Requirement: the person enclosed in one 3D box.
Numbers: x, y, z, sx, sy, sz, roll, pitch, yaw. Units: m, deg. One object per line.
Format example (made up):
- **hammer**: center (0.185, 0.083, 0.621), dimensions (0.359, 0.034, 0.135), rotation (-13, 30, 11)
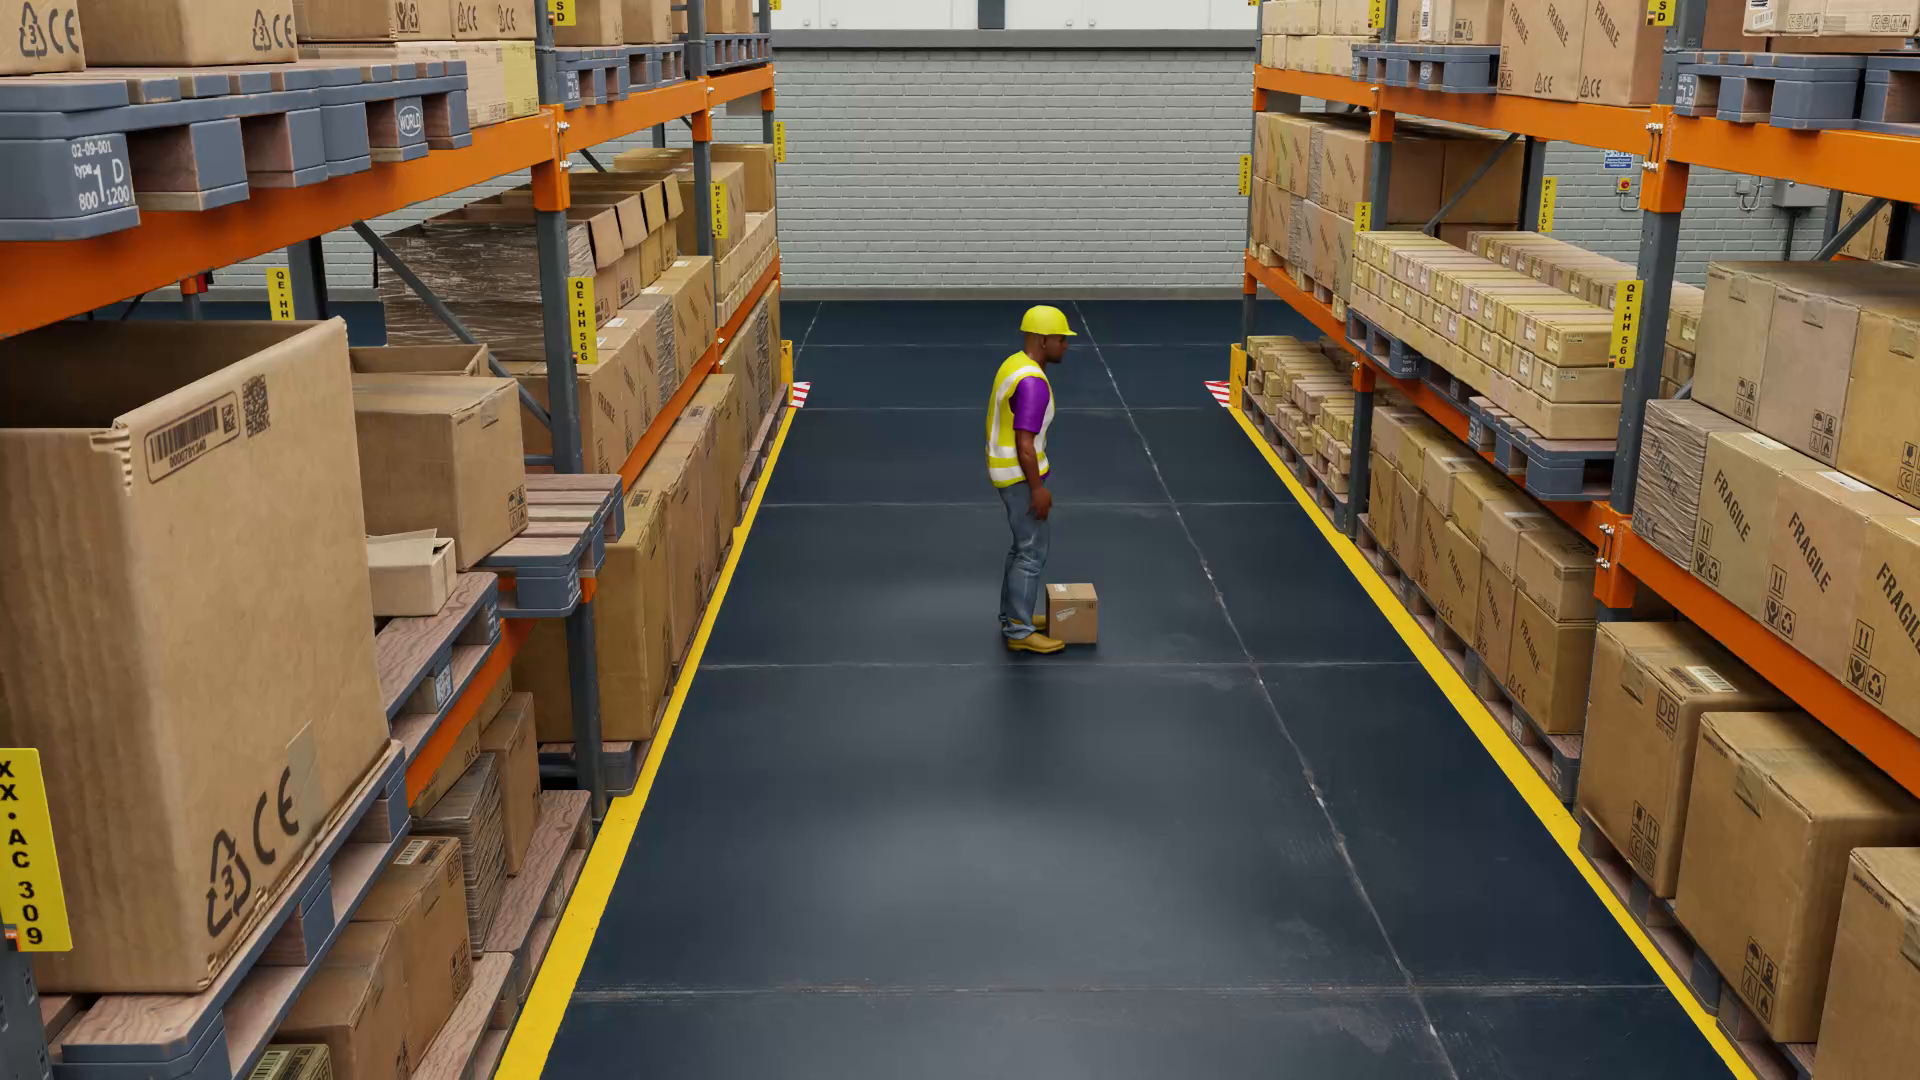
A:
- **person**: center (0.365, -0.329, 8.588), dimensions (0.461, 1.760, 0.636), rotation (-1, 17, -2)
